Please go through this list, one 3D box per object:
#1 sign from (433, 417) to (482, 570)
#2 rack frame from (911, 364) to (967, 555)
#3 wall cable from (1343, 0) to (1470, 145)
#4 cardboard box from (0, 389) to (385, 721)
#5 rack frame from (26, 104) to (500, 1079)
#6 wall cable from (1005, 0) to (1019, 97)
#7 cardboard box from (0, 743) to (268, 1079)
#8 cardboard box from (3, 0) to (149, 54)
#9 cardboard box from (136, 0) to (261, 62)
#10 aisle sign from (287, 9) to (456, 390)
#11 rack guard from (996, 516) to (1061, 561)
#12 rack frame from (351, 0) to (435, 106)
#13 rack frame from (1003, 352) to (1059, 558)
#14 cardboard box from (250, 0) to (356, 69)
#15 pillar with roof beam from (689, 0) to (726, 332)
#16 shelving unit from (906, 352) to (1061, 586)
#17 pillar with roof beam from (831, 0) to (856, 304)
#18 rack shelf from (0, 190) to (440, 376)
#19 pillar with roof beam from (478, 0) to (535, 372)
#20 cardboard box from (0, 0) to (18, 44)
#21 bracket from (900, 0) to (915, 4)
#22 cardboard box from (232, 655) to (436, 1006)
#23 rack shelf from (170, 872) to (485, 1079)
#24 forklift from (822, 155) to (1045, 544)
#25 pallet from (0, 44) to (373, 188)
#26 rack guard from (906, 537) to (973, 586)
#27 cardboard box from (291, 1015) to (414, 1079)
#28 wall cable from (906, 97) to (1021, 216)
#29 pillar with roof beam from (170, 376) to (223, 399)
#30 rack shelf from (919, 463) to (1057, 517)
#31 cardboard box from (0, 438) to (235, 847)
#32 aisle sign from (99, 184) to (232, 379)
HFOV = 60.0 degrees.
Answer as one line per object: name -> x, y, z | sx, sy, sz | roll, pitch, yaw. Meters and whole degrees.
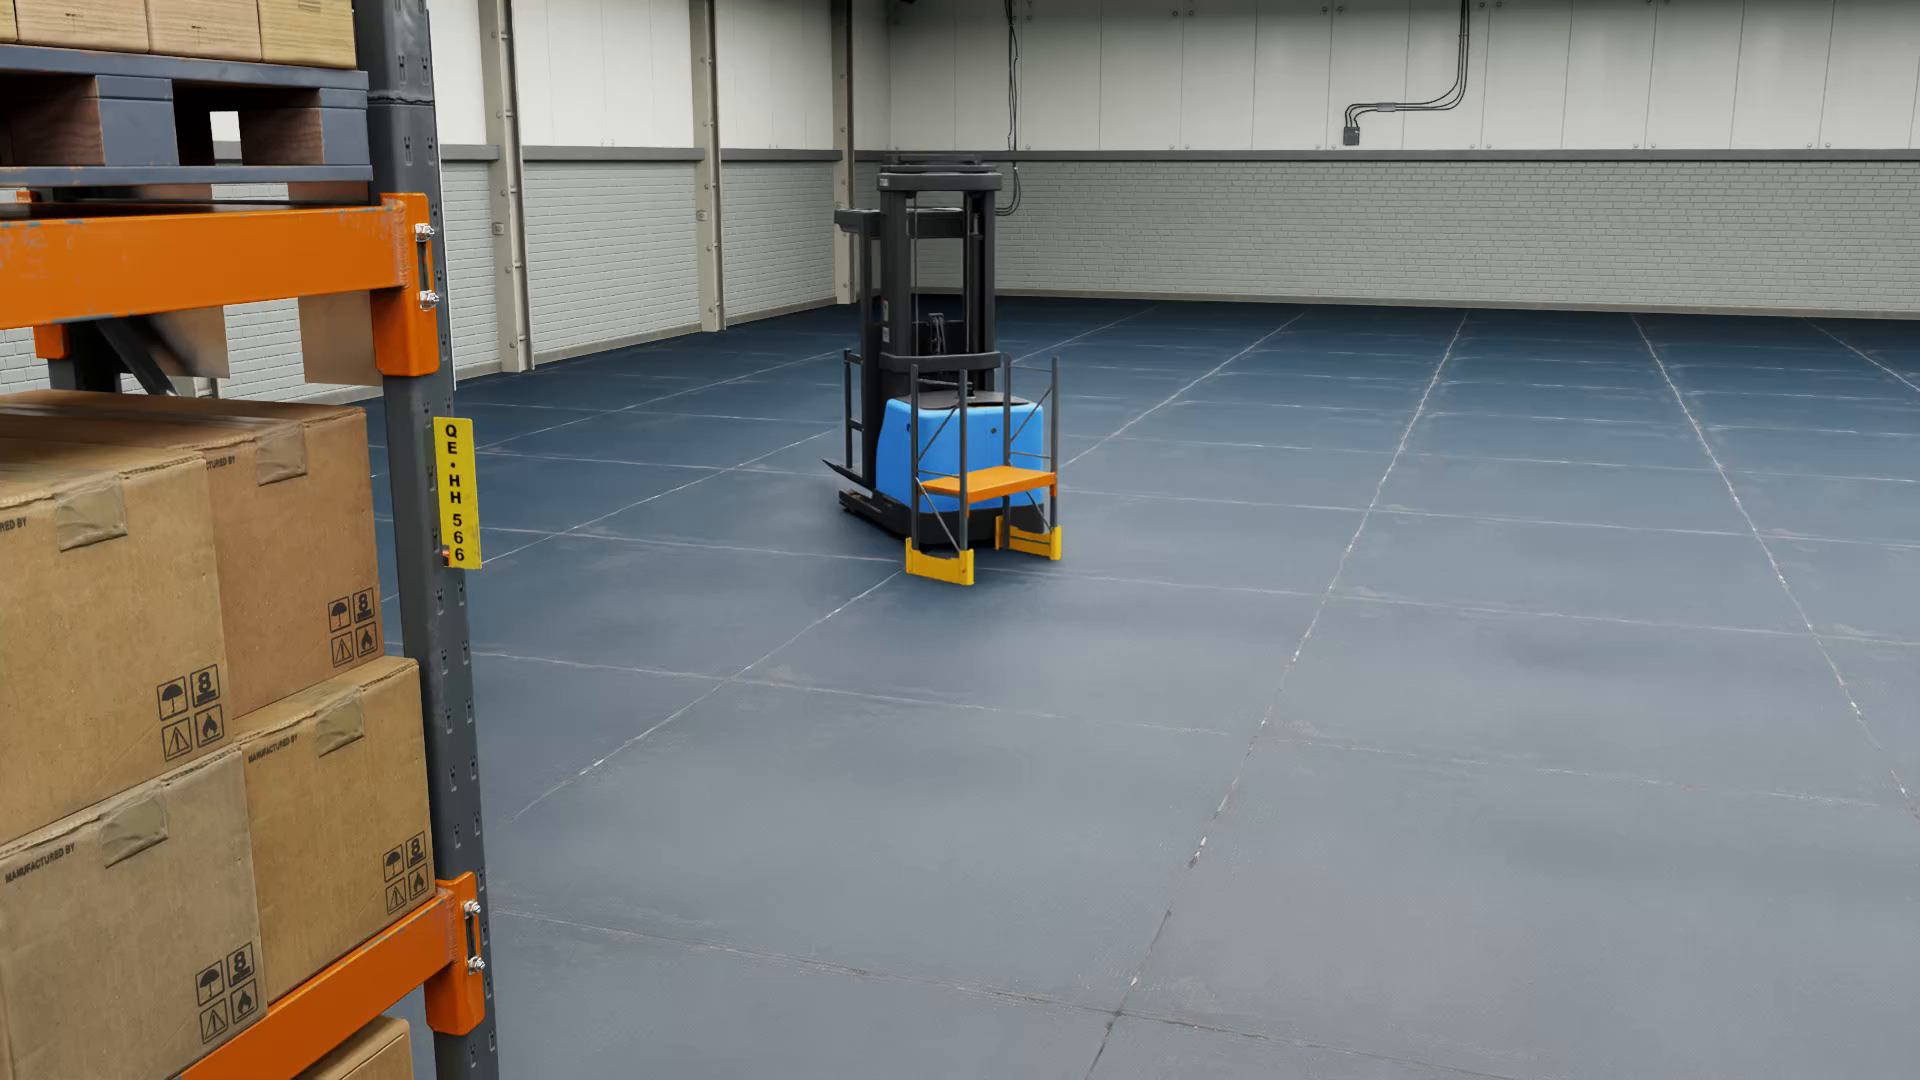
sign -> -1.074, -0.099, 3.545 | 0.100, 0.325, 0.005 | 4, 14, 18
rack frame -> -0.148, -0.458, 11.622 | 0.500, 1.500, 0.032 | 11, 17, 40
wall cable -> 8.814, -10.808, 32.476 | 2.305, 6.003, 0.169 | 4, 14, 18
cardboard box -> -1.739, 0.015, 3.417 | 0.875, 0.550, 0.550 | 4, 14, 18
rack frame -> -1.583, 0.539, 3.884 | 1.000, 3.000, 0.127 | 4, 14, 18
wall cable -> 2.396, -10.591, 34.794 | 3.097, 2.526, 0.112 | 4, 14, 18
cardboard box -> -1.817, 0.665, 2.996 | 0.875, 0.550, 0.550 | 4, 14, 18
cardboard box -> -1.534, -0.853, 2.637 | 0.380, 0.149, 0.250 | 5, 14, 19
cardboard box -> -1.452, -0.907, 2.874 | 0.380, 0.149, 0.250 | 4, 14, 19
aisle sign -> -1.276, -0.721, 3.565 | 0.394, 0.787, 0.004 | 4, 14, 18
rack guard -> 0.510, -0.015, 12.491 | 0.587, 0.250, 0.087 | 11, 17, 40
rack frame -> -1.583, -2.385, 3.216 | 1.000, 3.000, 0.127 | 4, 14, 18
rack frame -> 0.523, -0.627, 12.366 | 0.500, 1.500, 0.032 | 11, 17, 40
cardboard box -> -1.370, -0.960, 3.107 | 0.380, 0.149, 0.250 | 4, 14, 18
pillar with roof beam -> -0.236, -7.739, 26.671 | 9.100, 9.000, 0.400 | 4, 14, 18
shelving unit -> 0.181, -0.541, 11.988 | 0.587, 1.500, 1.083 | 11, 17, 40
pillar with roof beam -> 1.705, -9.002, 32.206 | 9.100, 9.000, 0.548 | 4, 14, 18
rack shelf -> -2.230, -0.151, 1.785 | 1.077, 0.370, 4.000 | 4, 14, 18
pillar with roof beam -> -2.178, -6.475, 21.136 | 9.100, 9.000, 0.400 | 4, 14, 18
cardboard box -> -1.617, -0.799, 2.404 | 0.380, 0.149, 0.250 | 4, 14, 19
bracket -> -1.132, -11.628, 35.620 | 0.235, 0.232, 0.430 | 4, 14, 18
cardboard box -> -1.660, 0.548, 3.511 | 0.875, 0.550, 0.550 | 4, 14, 18
rack shelf -> -2.230, 1.311, 2.119 | 1.077, 0.370, 4.000 | 4, 14, 18
forklift -> -0.375, -1.674, 13.737 | 1.130, 2.935, 3.031 | -5, 14, -22
pallet -> -1.813, -0.723, 2.872 | 1.003, 0.211, 1.213 | 4, 14, 18
rack guard -> -0.148, 0.152, 11.762 | 0.587, 0.250, 0.087 | 11, 17, 40
cardboard box -> -1.740, 1.518, 3.427 | 0.875, 0.875, 0.875 | 4, 14, 19
wall cable -> -0.164, -8.323, 36.210 | 3.097, 2.526, 0.112 | 4, 14, 18
pillar with roof beam -> -4.119, -5.212, 15.601 | 9.100, 9.000, 0.400 | 4, 14, 18
rack shelf -> 0.187, -0.367, 12.034 | 0.538, 0.185, 1.000 | 11, 17, 40
cardboard box -> -1.830, 0.138, 2.881 | 0.875, 0.550, 0.550 | 4, 14, 18
aisle sign -> -1.844, -0.765, 3.755 | 0.394, 0.787, 0.004 | 4, 14, 18
